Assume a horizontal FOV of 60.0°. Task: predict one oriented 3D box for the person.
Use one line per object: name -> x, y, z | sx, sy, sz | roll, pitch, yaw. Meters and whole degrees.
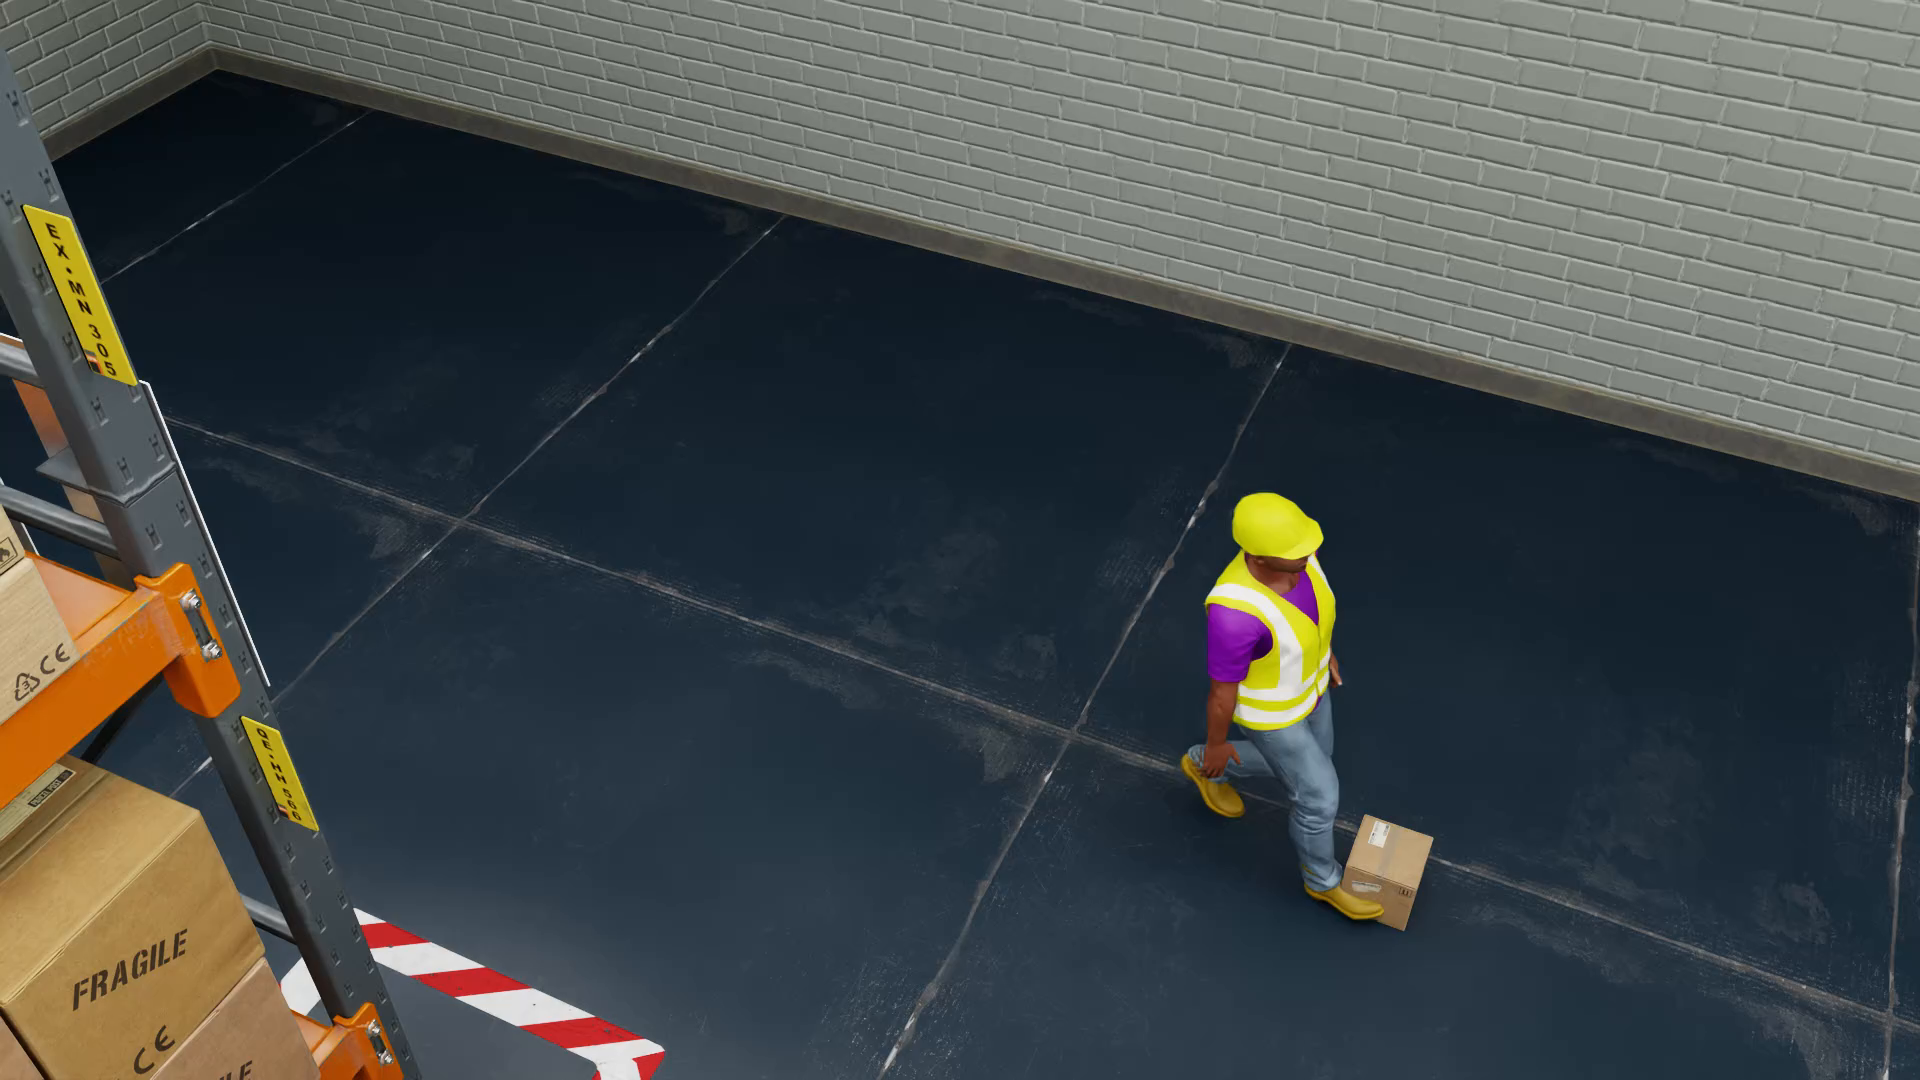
person -> 1.163, 0.546, 5.582 | 0.882, 1.695, 0.636 | 23, 47, 24
